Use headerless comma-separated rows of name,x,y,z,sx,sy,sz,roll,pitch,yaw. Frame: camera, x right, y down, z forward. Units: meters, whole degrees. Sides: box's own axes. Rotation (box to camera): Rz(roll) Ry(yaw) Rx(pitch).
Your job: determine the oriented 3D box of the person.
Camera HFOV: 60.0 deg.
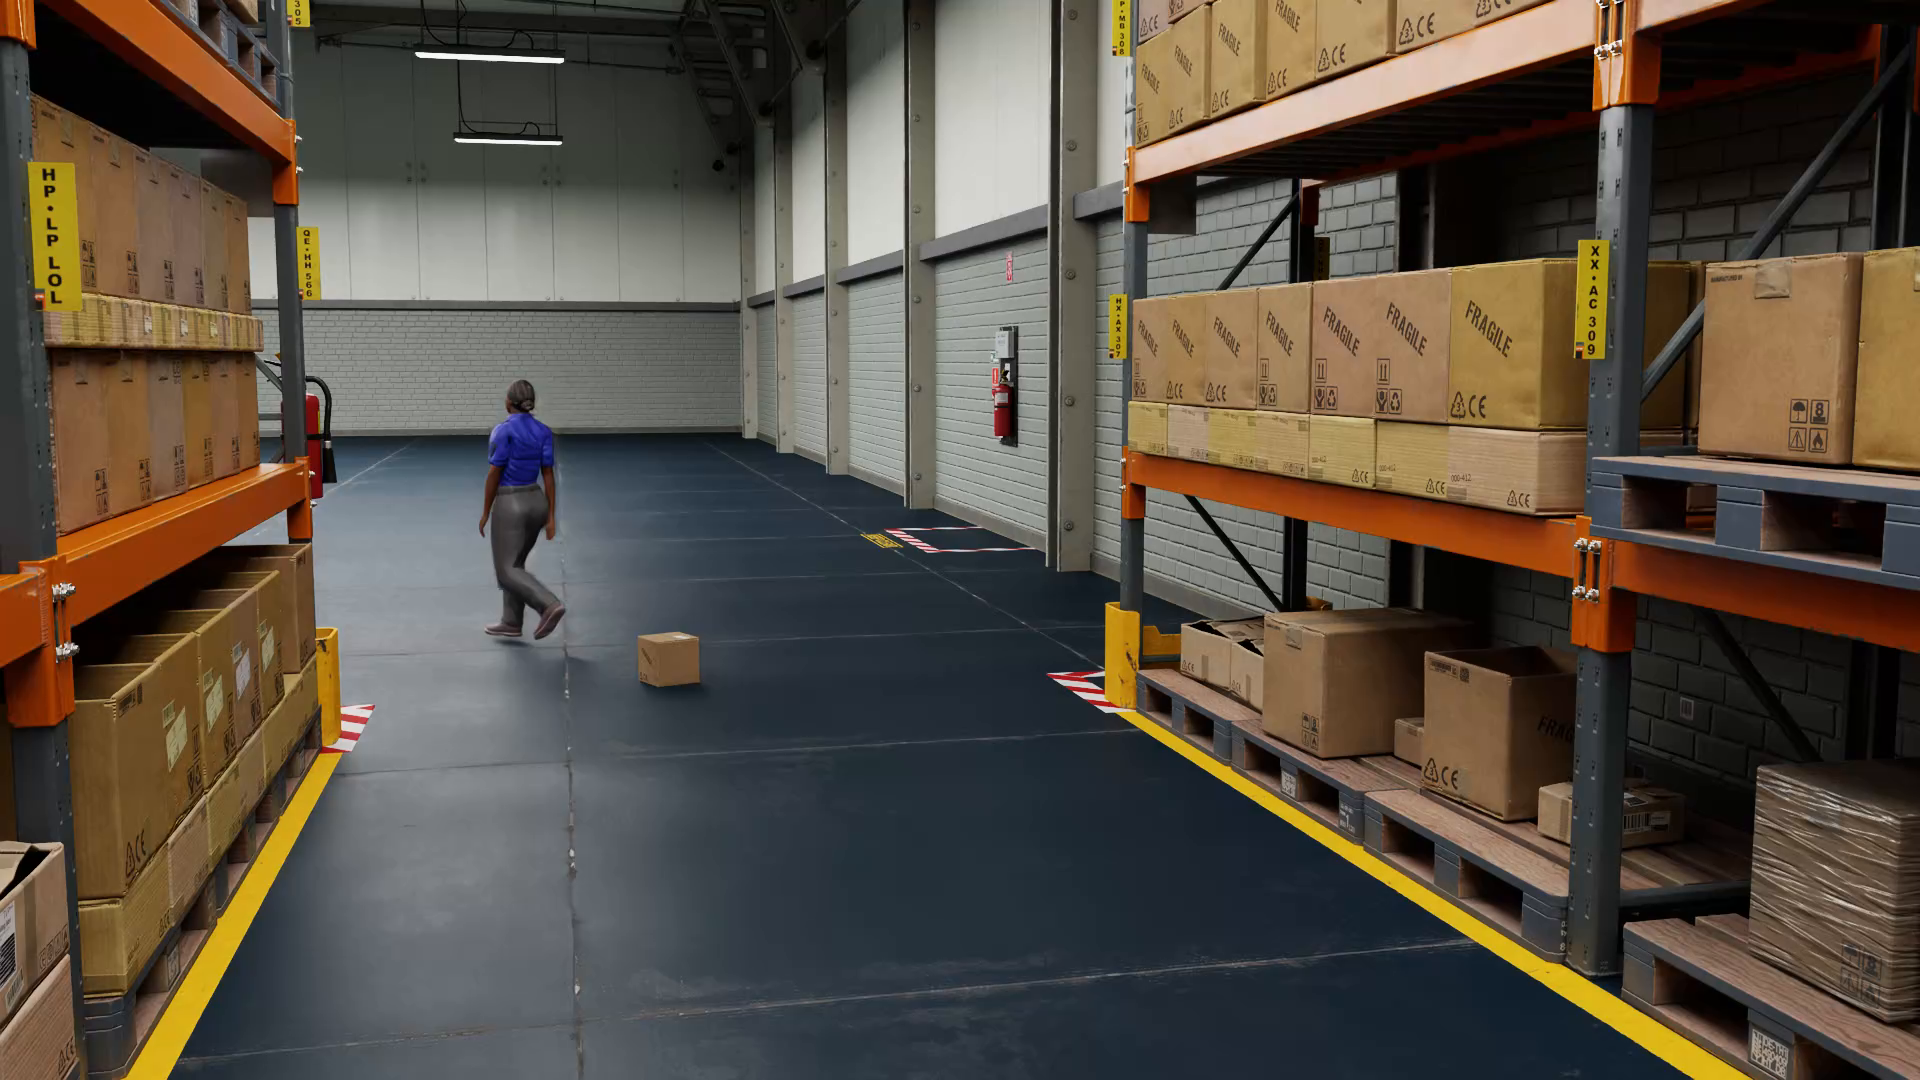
person,-2.693,-0.180,10.233,0.840,1.614,0.438,4,7,33
